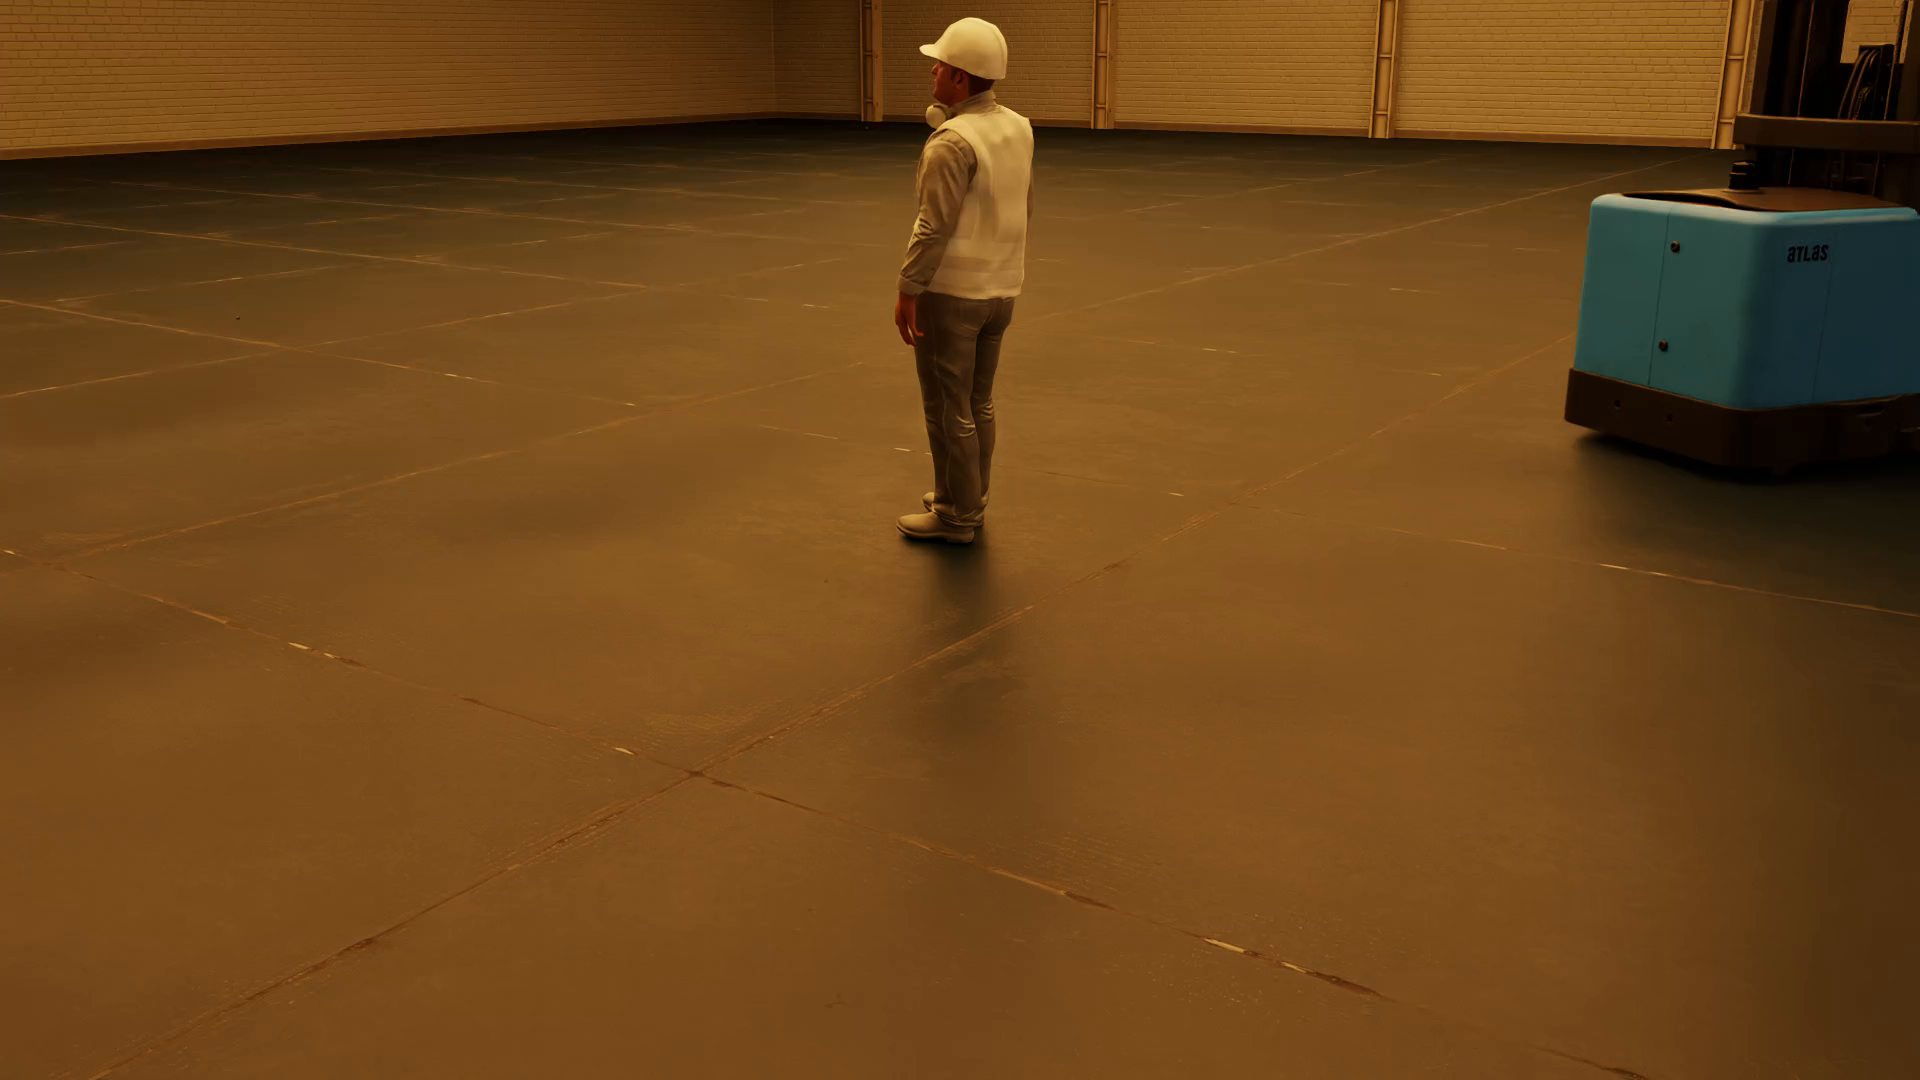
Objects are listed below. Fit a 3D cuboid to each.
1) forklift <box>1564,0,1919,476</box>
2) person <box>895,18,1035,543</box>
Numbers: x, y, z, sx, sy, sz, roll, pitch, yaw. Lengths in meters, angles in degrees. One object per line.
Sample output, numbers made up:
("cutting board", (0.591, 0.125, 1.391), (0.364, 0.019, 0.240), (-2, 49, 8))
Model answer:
("forklift", (4.296, -1.912, 7.227), (3.031, 2.935, 1.130), (-7, 18, -21))
("person", (-0.048, -0.869, 5.732), (0.566, 1.775, 0.634), (11, 20, 33))
